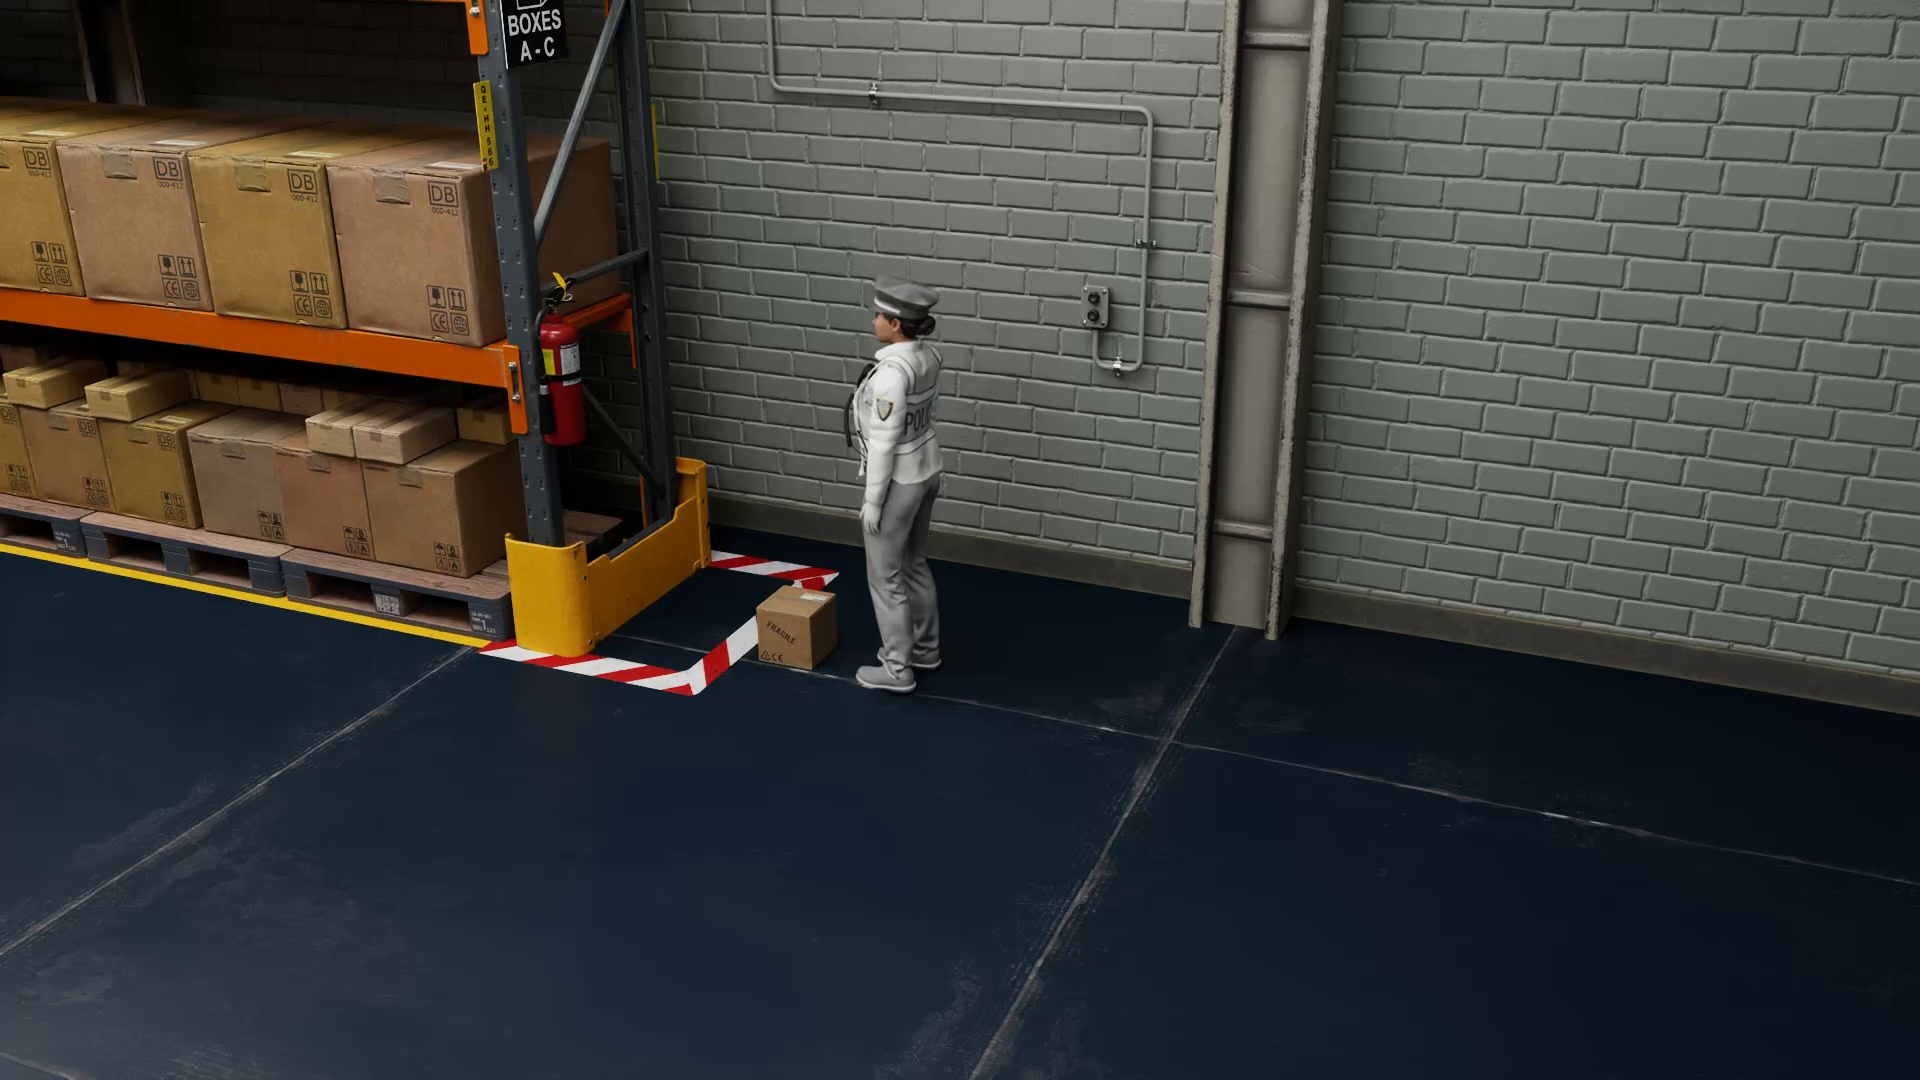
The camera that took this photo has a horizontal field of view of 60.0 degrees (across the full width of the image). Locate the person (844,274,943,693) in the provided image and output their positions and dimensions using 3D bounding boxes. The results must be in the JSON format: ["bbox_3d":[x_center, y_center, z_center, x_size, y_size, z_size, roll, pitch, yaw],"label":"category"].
[{"bbox_3d":[-0.247,-0.218,6.597,0.335,1.685,0.472,9,24,21],"label":"person"}]
